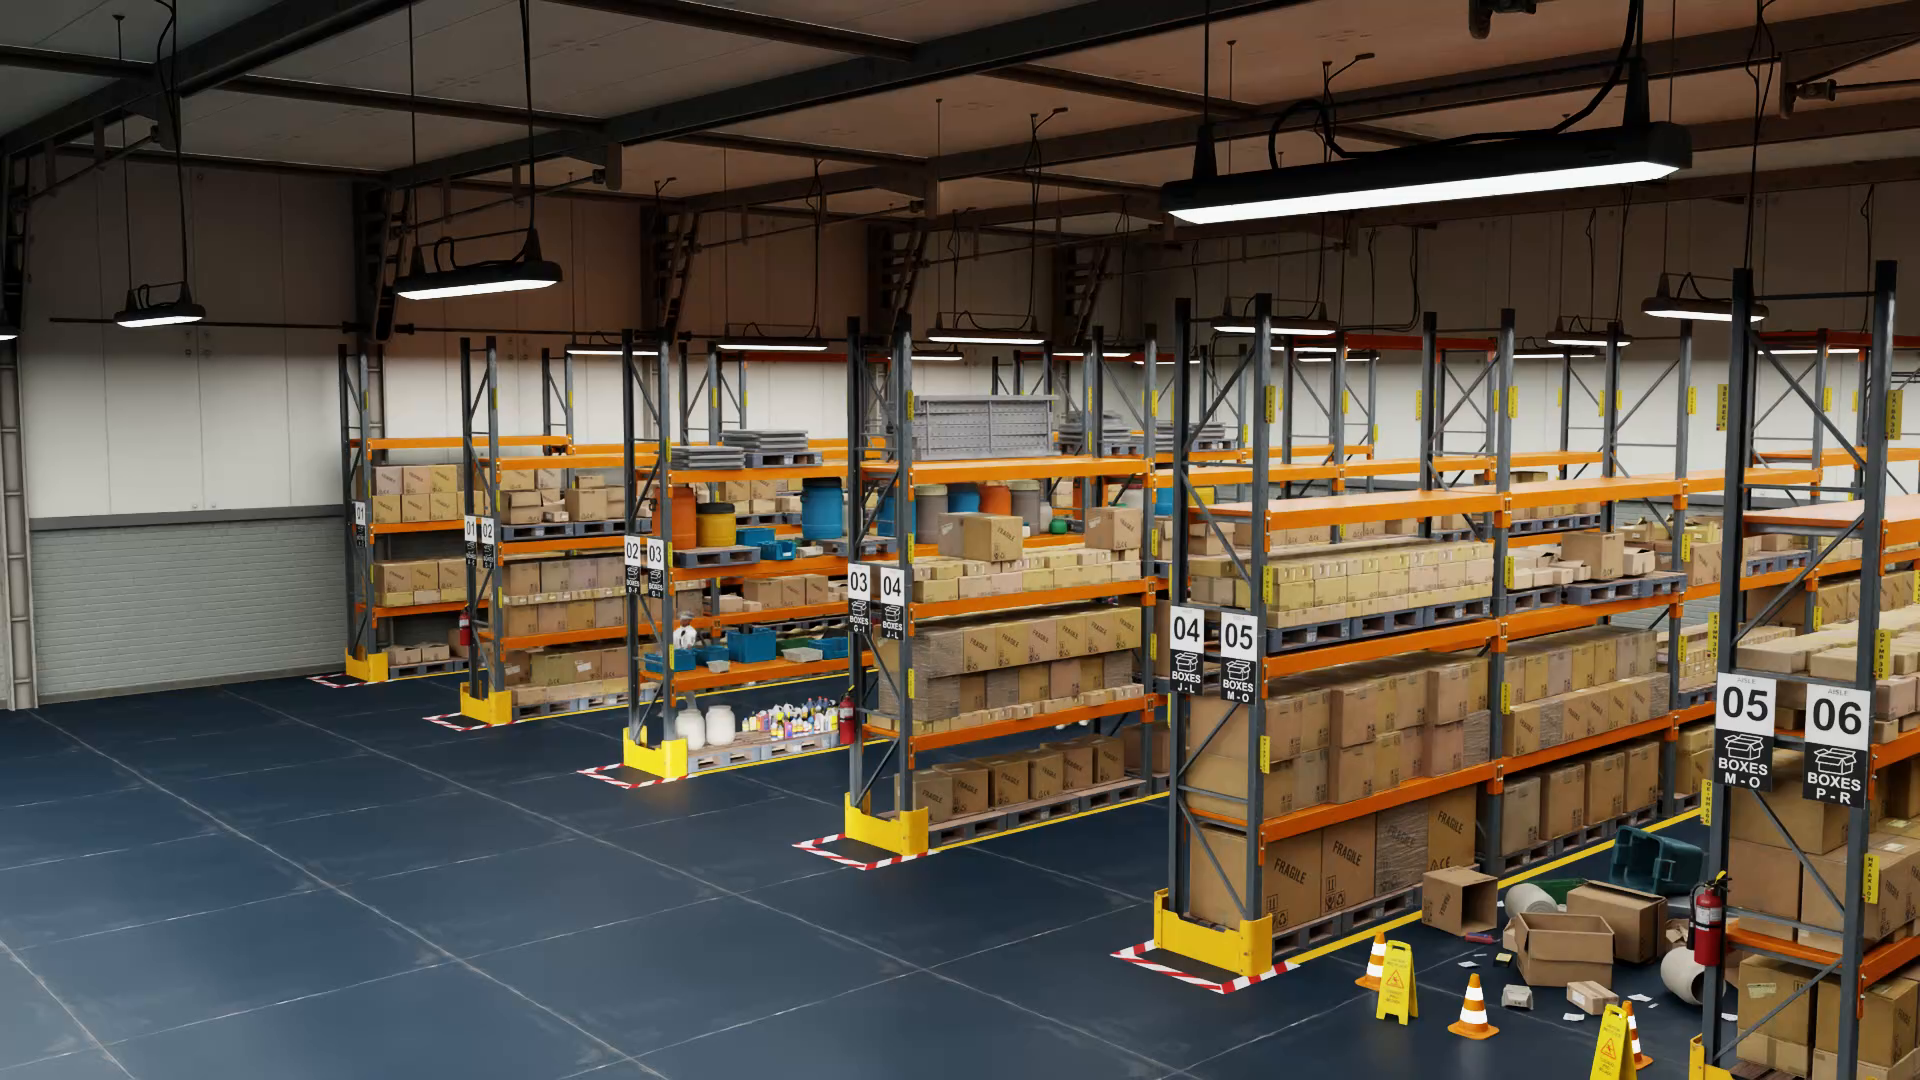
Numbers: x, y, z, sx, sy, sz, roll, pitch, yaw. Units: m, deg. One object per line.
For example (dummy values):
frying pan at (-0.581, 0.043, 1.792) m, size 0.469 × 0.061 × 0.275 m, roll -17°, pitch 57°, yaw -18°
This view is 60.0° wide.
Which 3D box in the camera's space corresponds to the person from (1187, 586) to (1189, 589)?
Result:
person at (4.613, 1.528, 32.494) m, size 0.739 × 1.467 × 0.584 m, roll -3°, pitch 6°, yaw -30°

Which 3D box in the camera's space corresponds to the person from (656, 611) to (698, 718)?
person at (-4.505, 1.981, 26.468) m, size 0.470 × 1.706 × 0.639 m, roll 5°, pitch 7°, yaw 41°

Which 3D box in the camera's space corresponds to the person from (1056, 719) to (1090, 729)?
person at (1.769, 2.053, 25.558) m, size 0.637 × 1.696 × 0.482 m, roll -5°, pitch 7°, yaw -43°
